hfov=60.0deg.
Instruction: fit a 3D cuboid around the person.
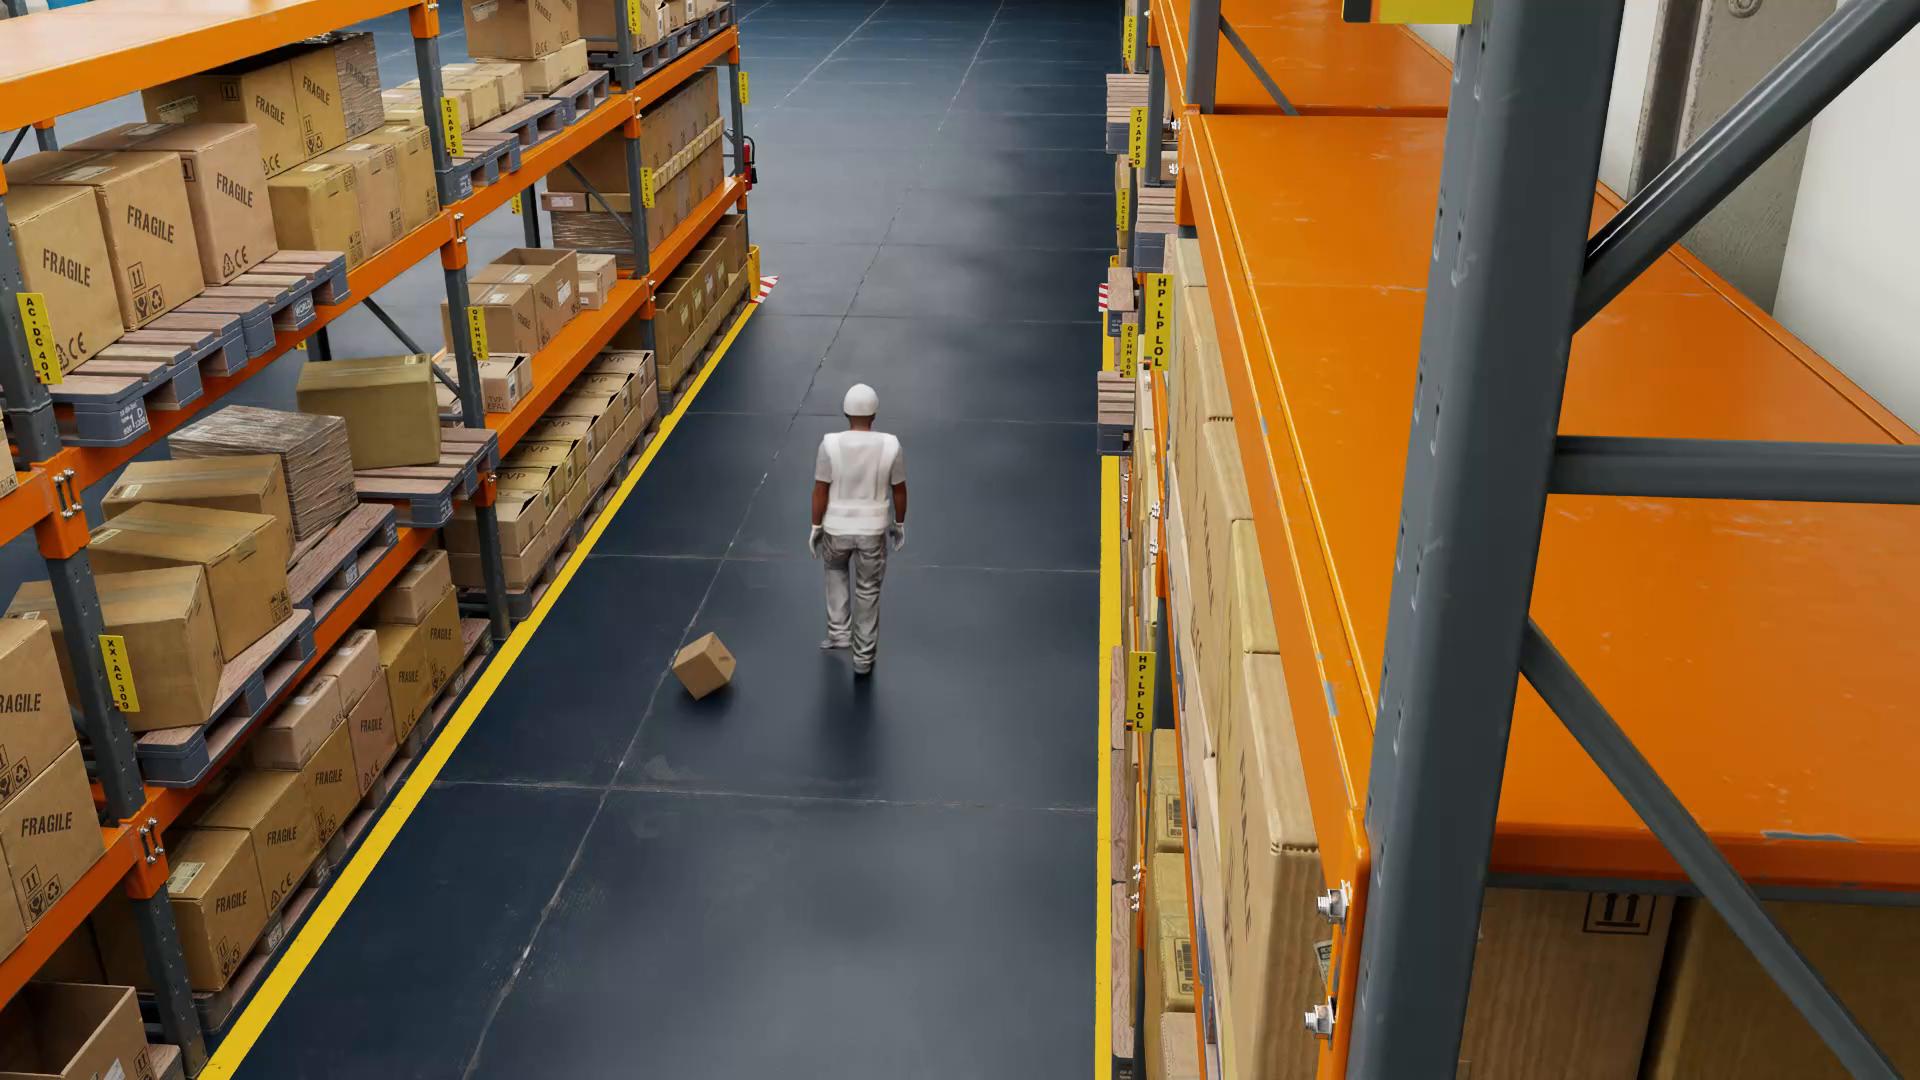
[{"bbox_3d":[-0.615,-0.075,10.108,0.594,1.763,0.513,-1,24,-1],"label":"person"}]
